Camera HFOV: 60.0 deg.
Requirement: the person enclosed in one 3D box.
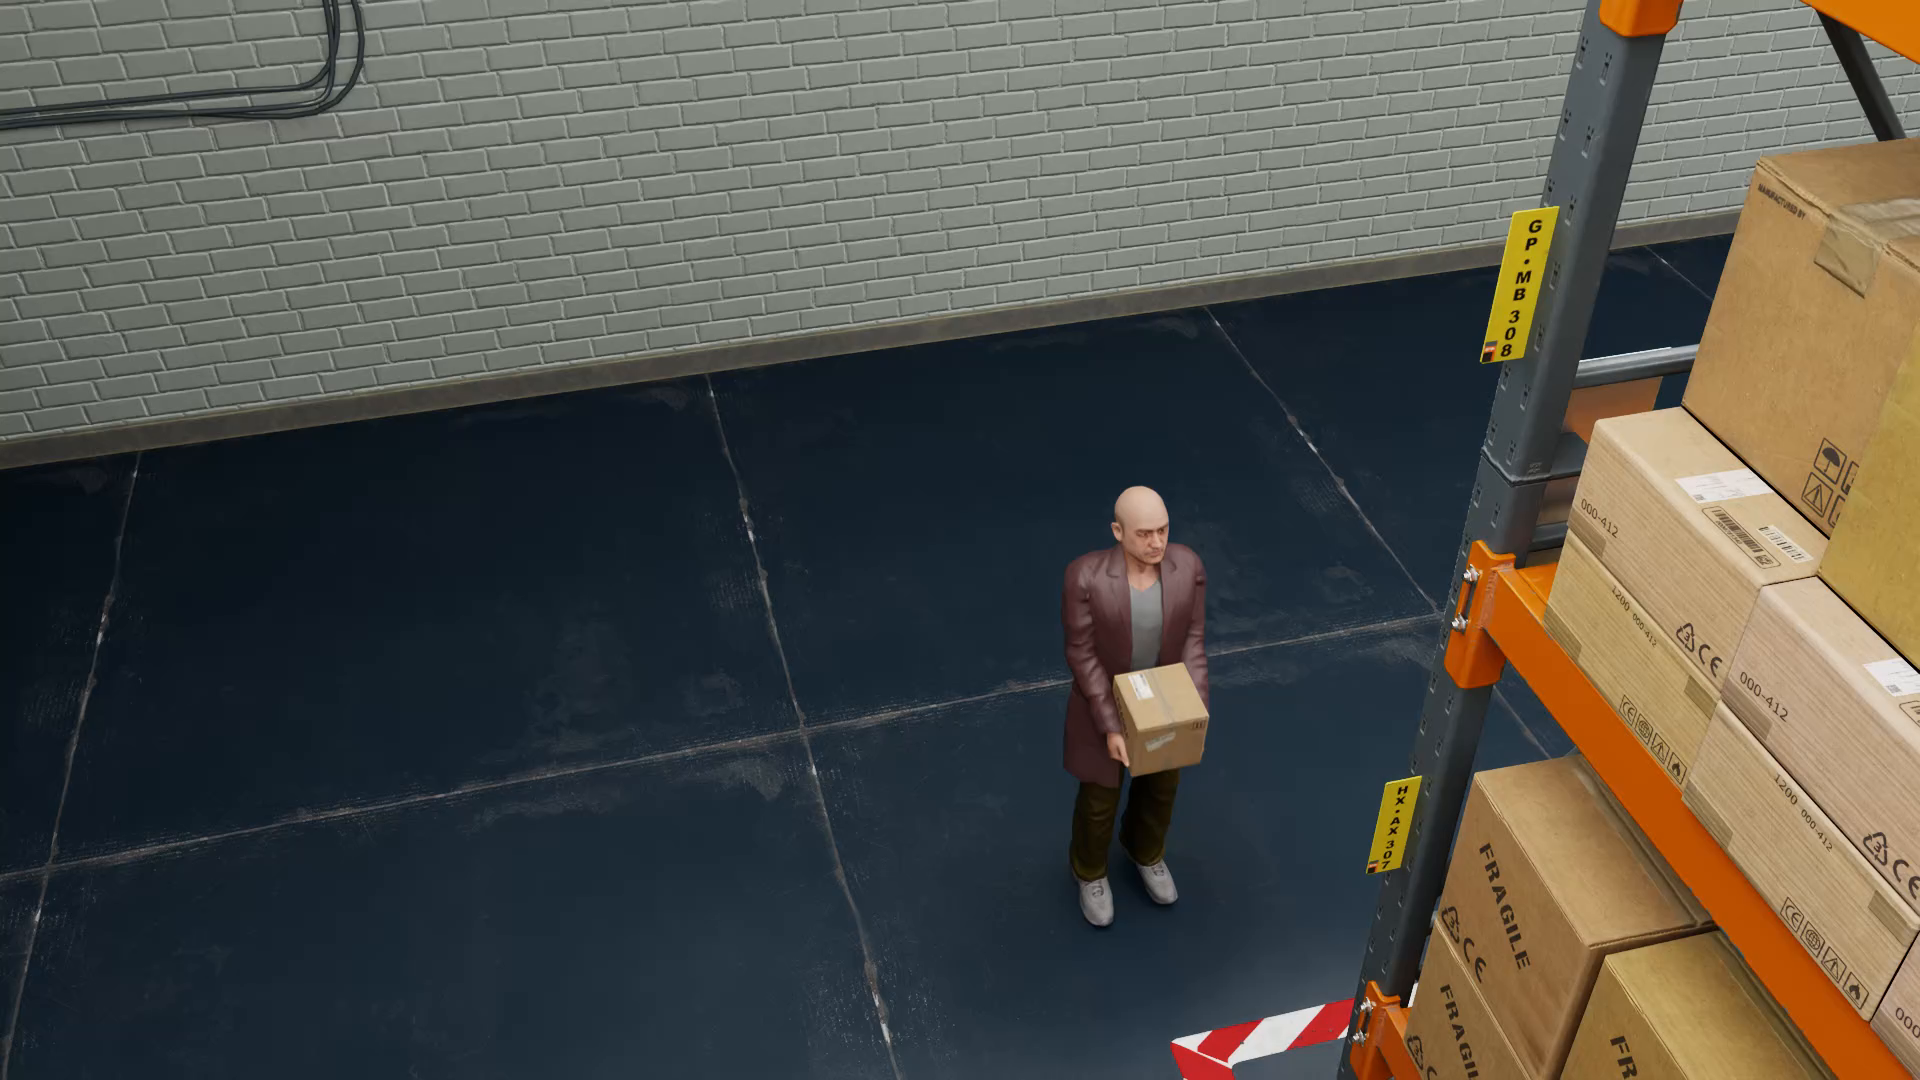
[{"bbox_3d":[0.634,0.646,5.895,0.526,1.769,0.553,-9,39,-12],"label":"person"}]
